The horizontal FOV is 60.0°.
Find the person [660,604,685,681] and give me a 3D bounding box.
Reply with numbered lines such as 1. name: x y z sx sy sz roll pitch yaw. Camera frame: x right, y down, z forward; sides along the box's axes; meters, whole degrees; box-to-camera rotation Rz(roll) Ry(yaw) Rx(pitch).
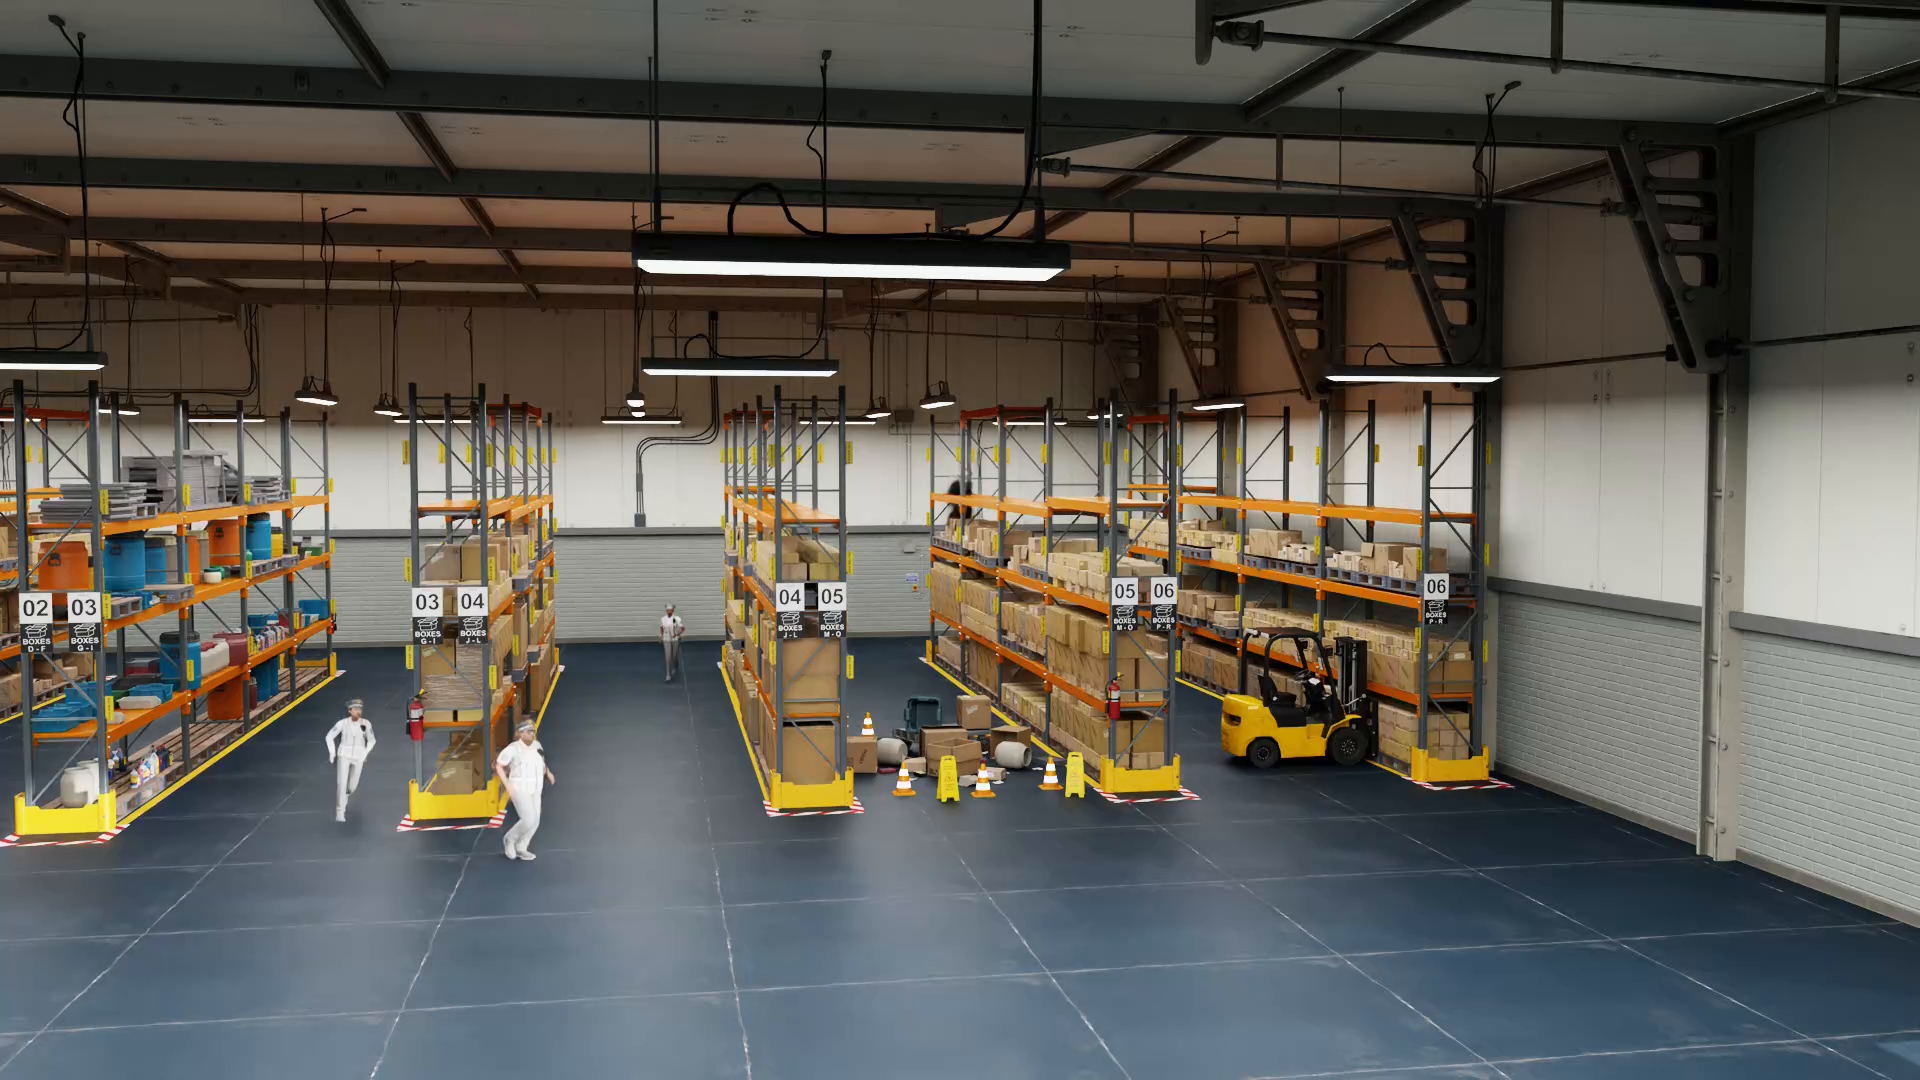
1. person: -6.422 2.254 37.106 0.573 1.696 0.859 0 3 -1

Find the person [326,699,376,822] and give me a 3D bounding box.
1. person: -8.453 3.030 23.091 0.654 1.664 0.686 -1 3 -26

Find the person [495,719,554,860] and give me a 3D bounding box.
1. person: -5.335 3.085 20.572 0.589 1.750 0.673 2 3 30
